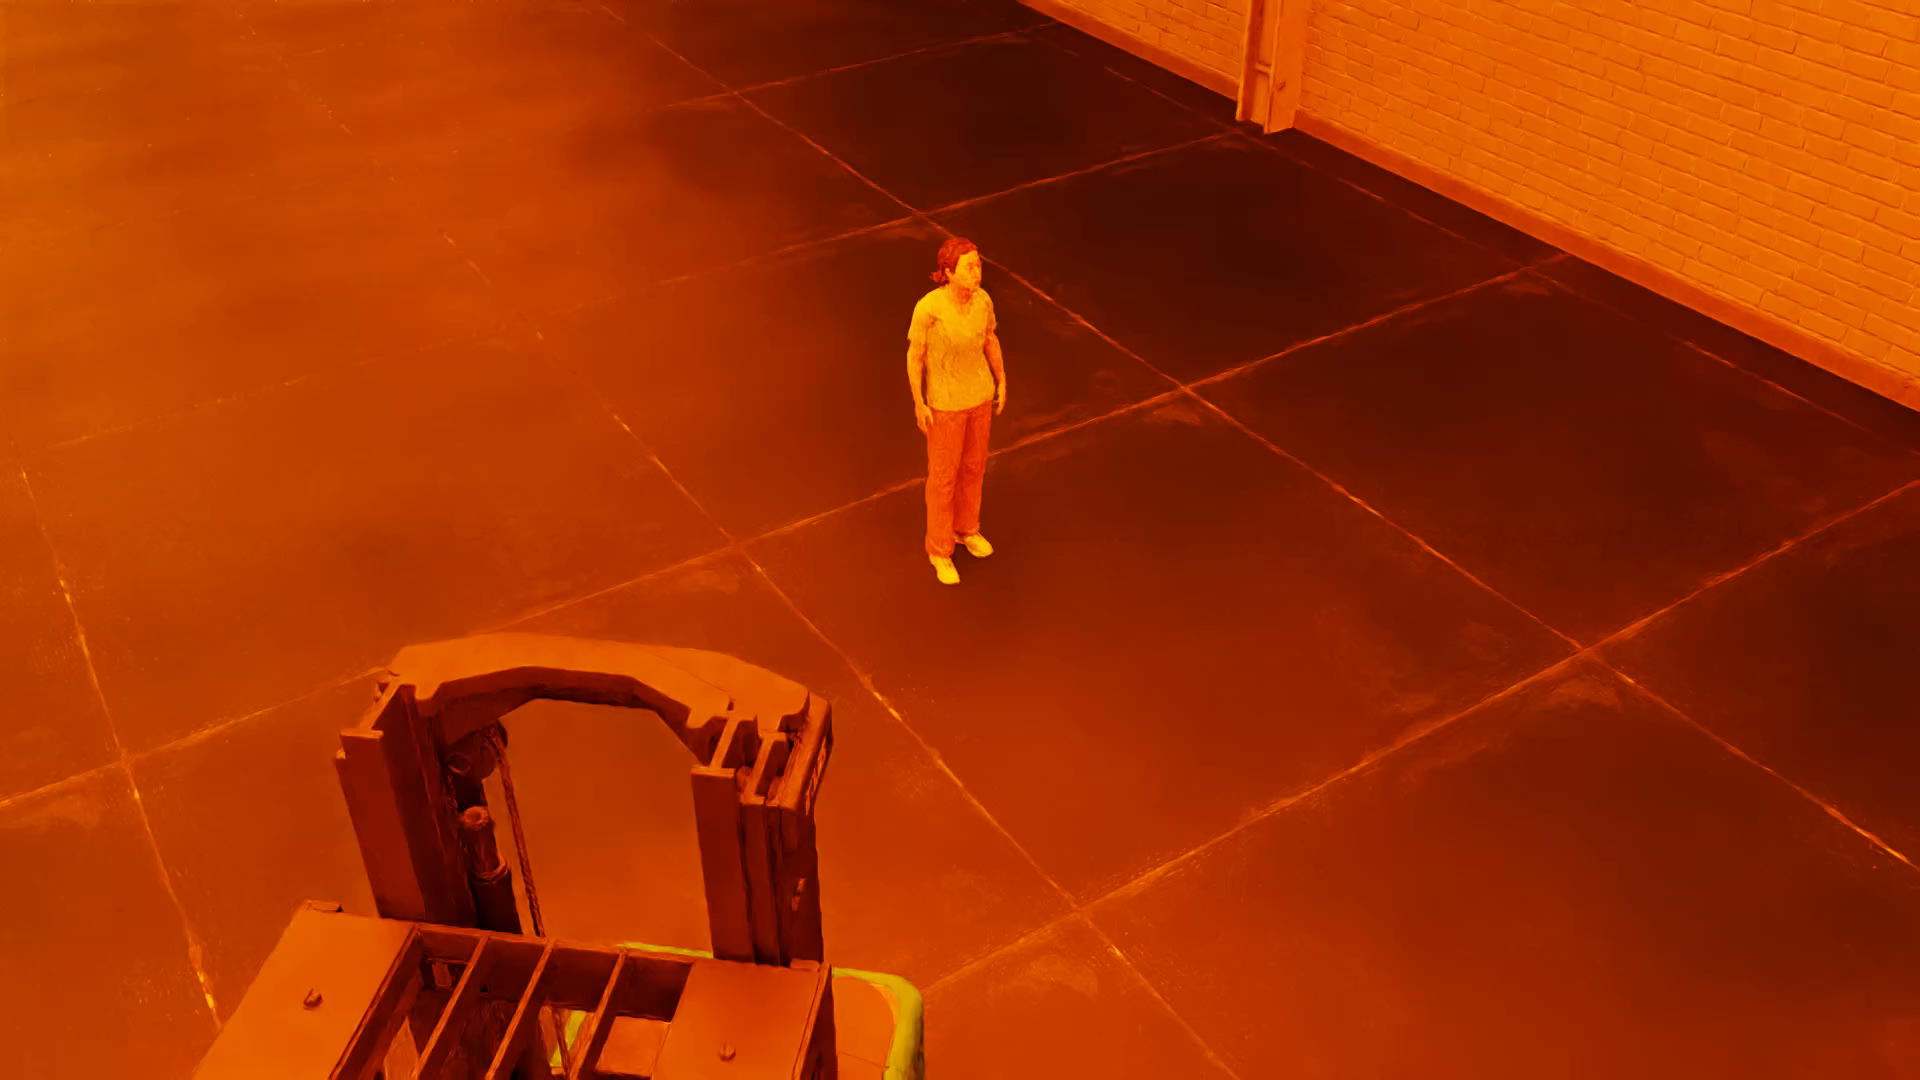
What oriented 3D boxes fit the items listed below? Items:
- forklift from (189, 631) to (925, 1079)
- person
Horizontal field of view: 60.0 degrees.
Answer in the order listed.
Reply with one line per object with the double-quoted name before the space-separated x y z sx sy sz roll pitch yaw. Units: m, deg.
"forklift" -0.830 1.782 3.612 1.130 2.935 3.031 5 35 7
"person" 0.031 -0.652 8.156 0.554 1.674 0.548 -21 40 -27
